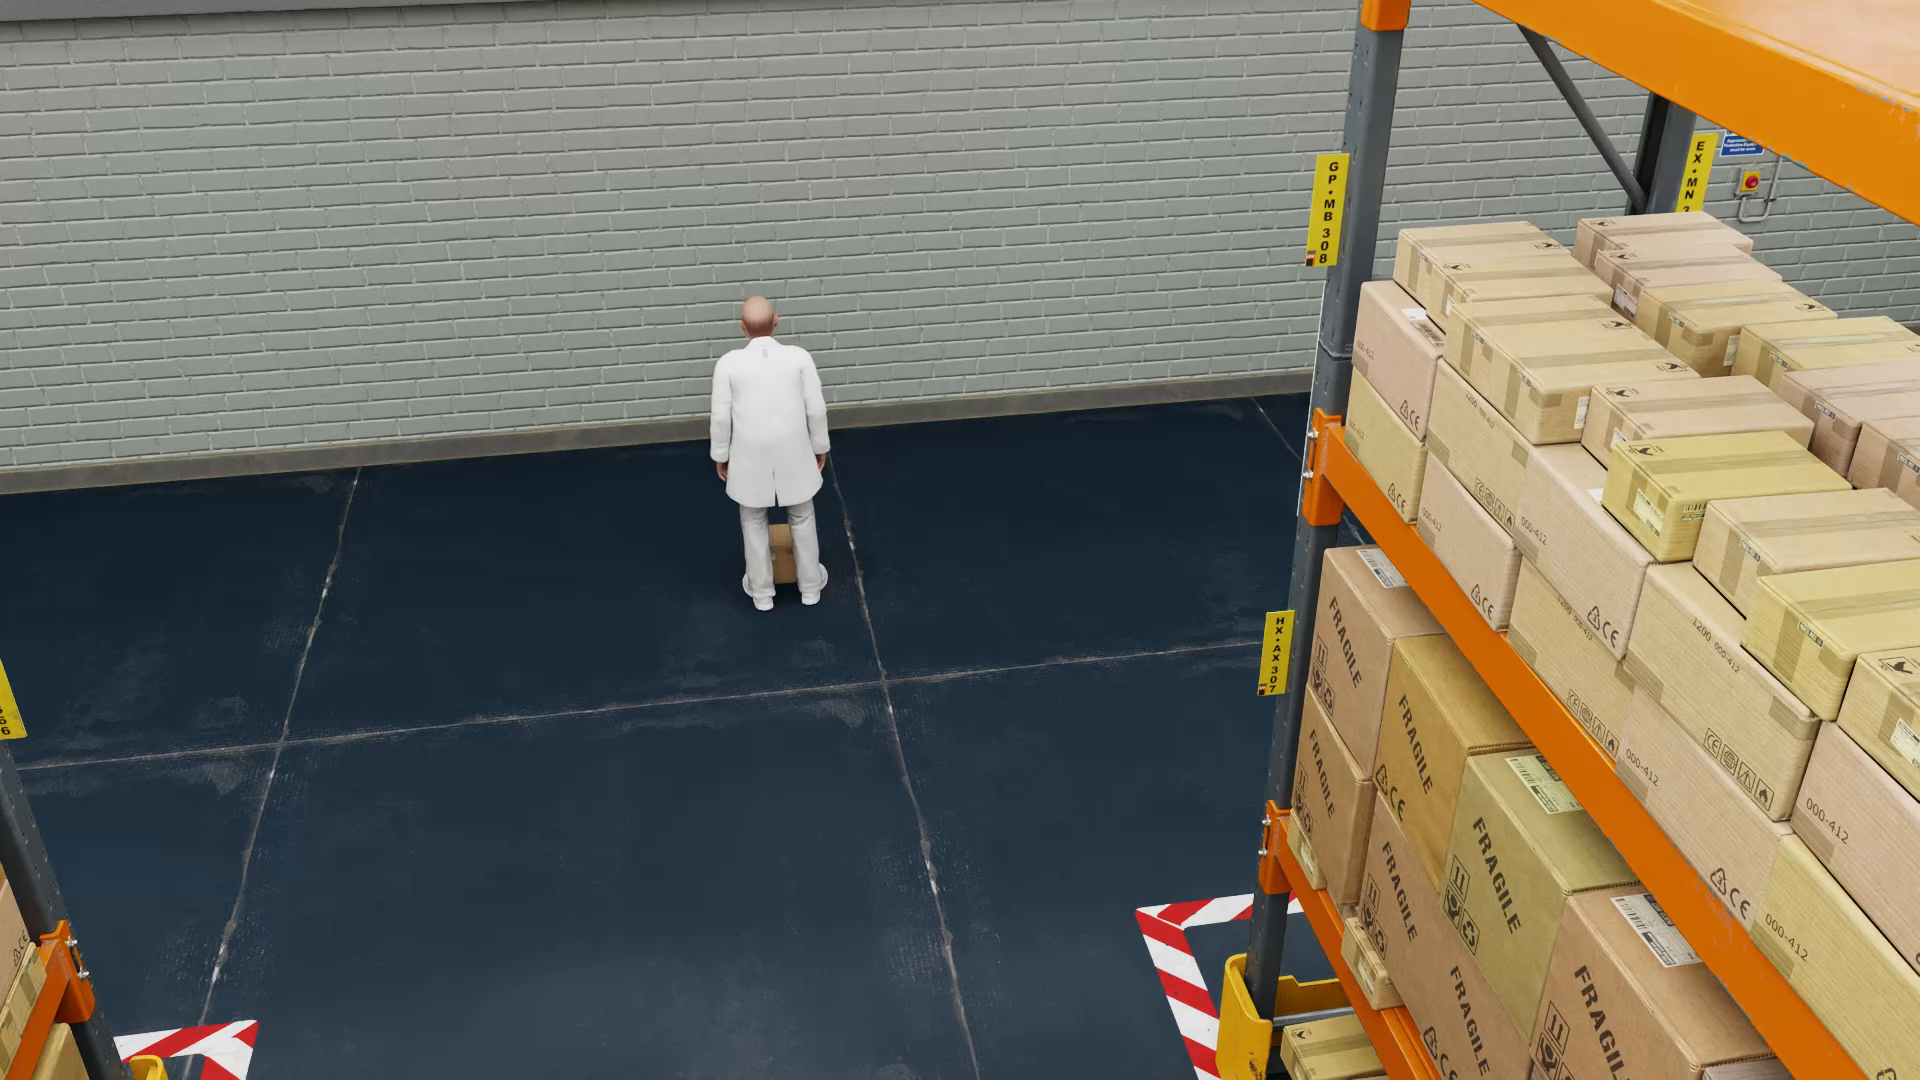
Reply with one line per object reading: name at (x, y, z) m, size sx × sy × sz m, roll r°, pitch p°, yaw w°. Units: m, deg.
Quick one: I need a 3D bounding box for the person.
person at (-1.015, -0.456, 8.938) m, size 0.642 × 1.774 × 0.421 m, roll -5°, pitch 31°, yaw -9°
